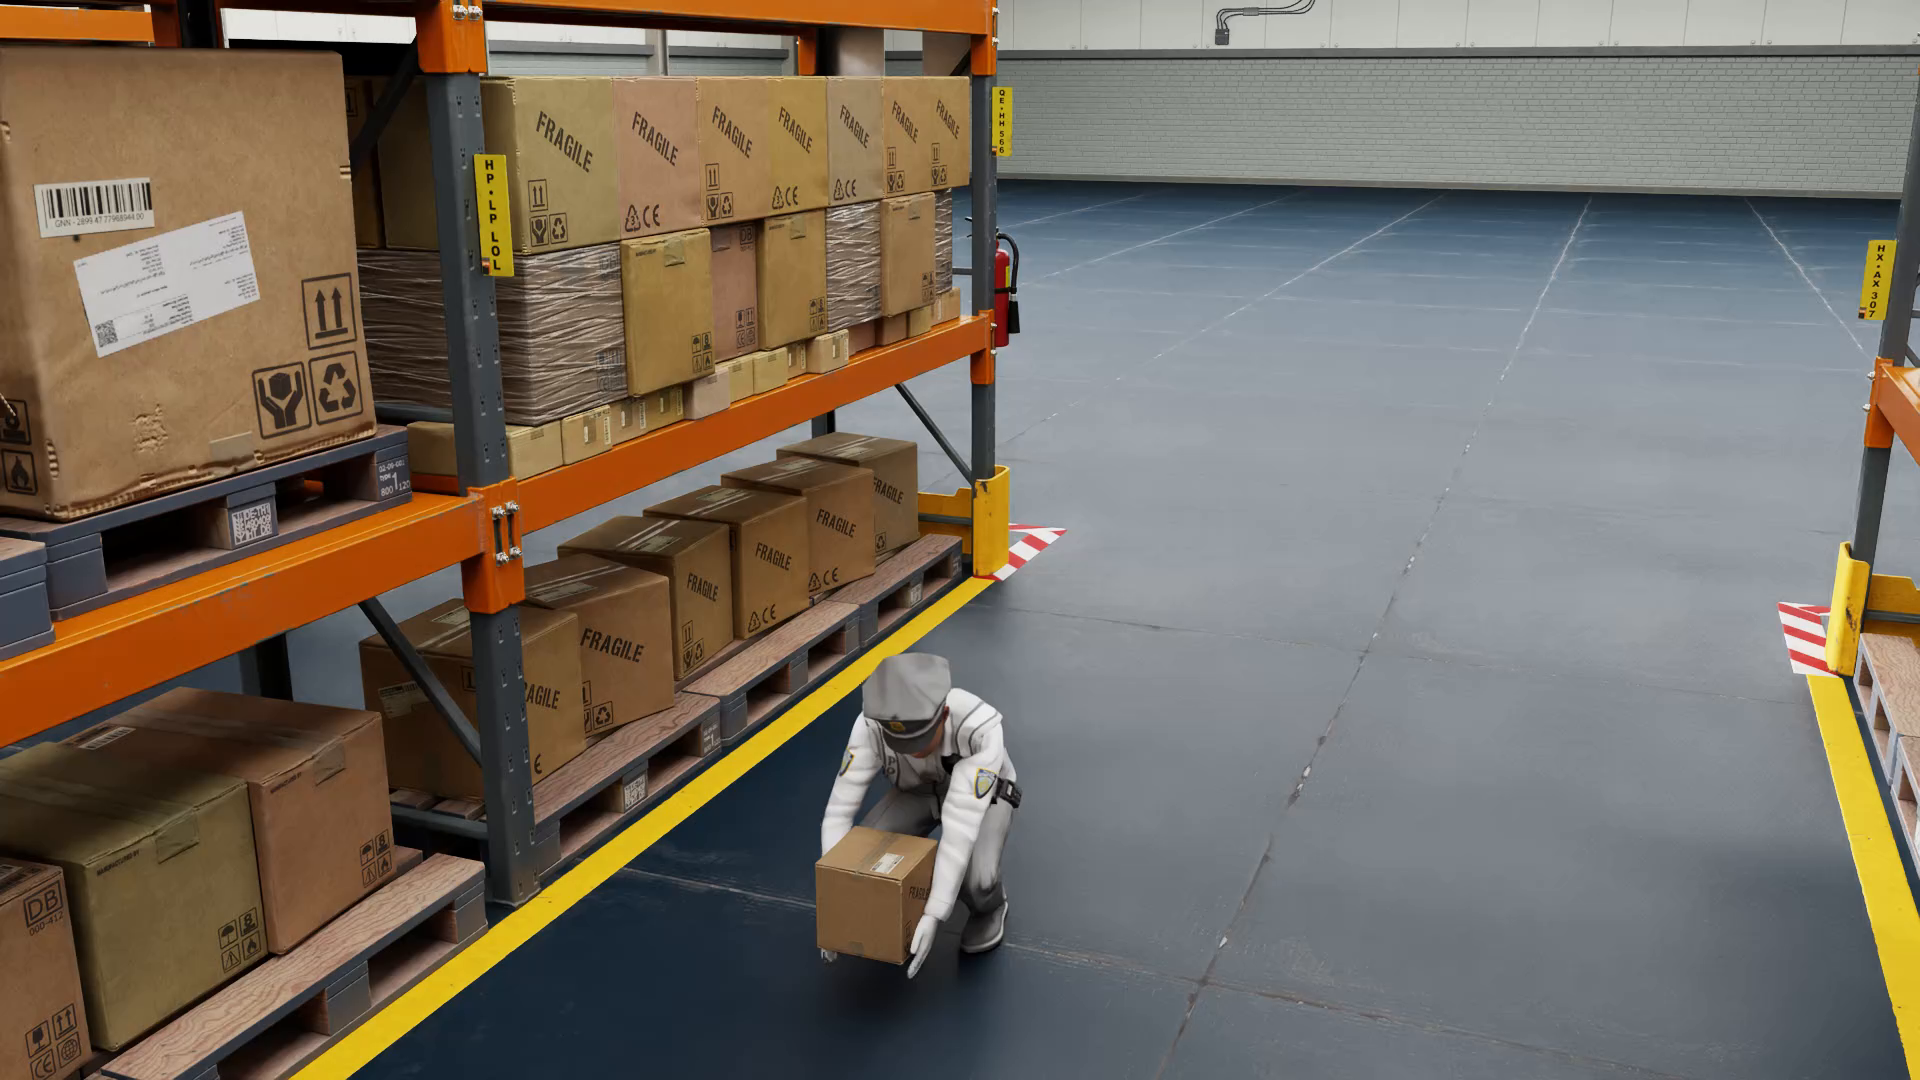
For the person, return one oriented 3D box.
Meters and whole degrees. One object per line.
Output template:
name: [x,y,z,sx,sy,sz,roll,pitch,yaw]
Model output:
person: [-0.099,0.729,4.730,0.492,0.969,0.828,6,17,20]
